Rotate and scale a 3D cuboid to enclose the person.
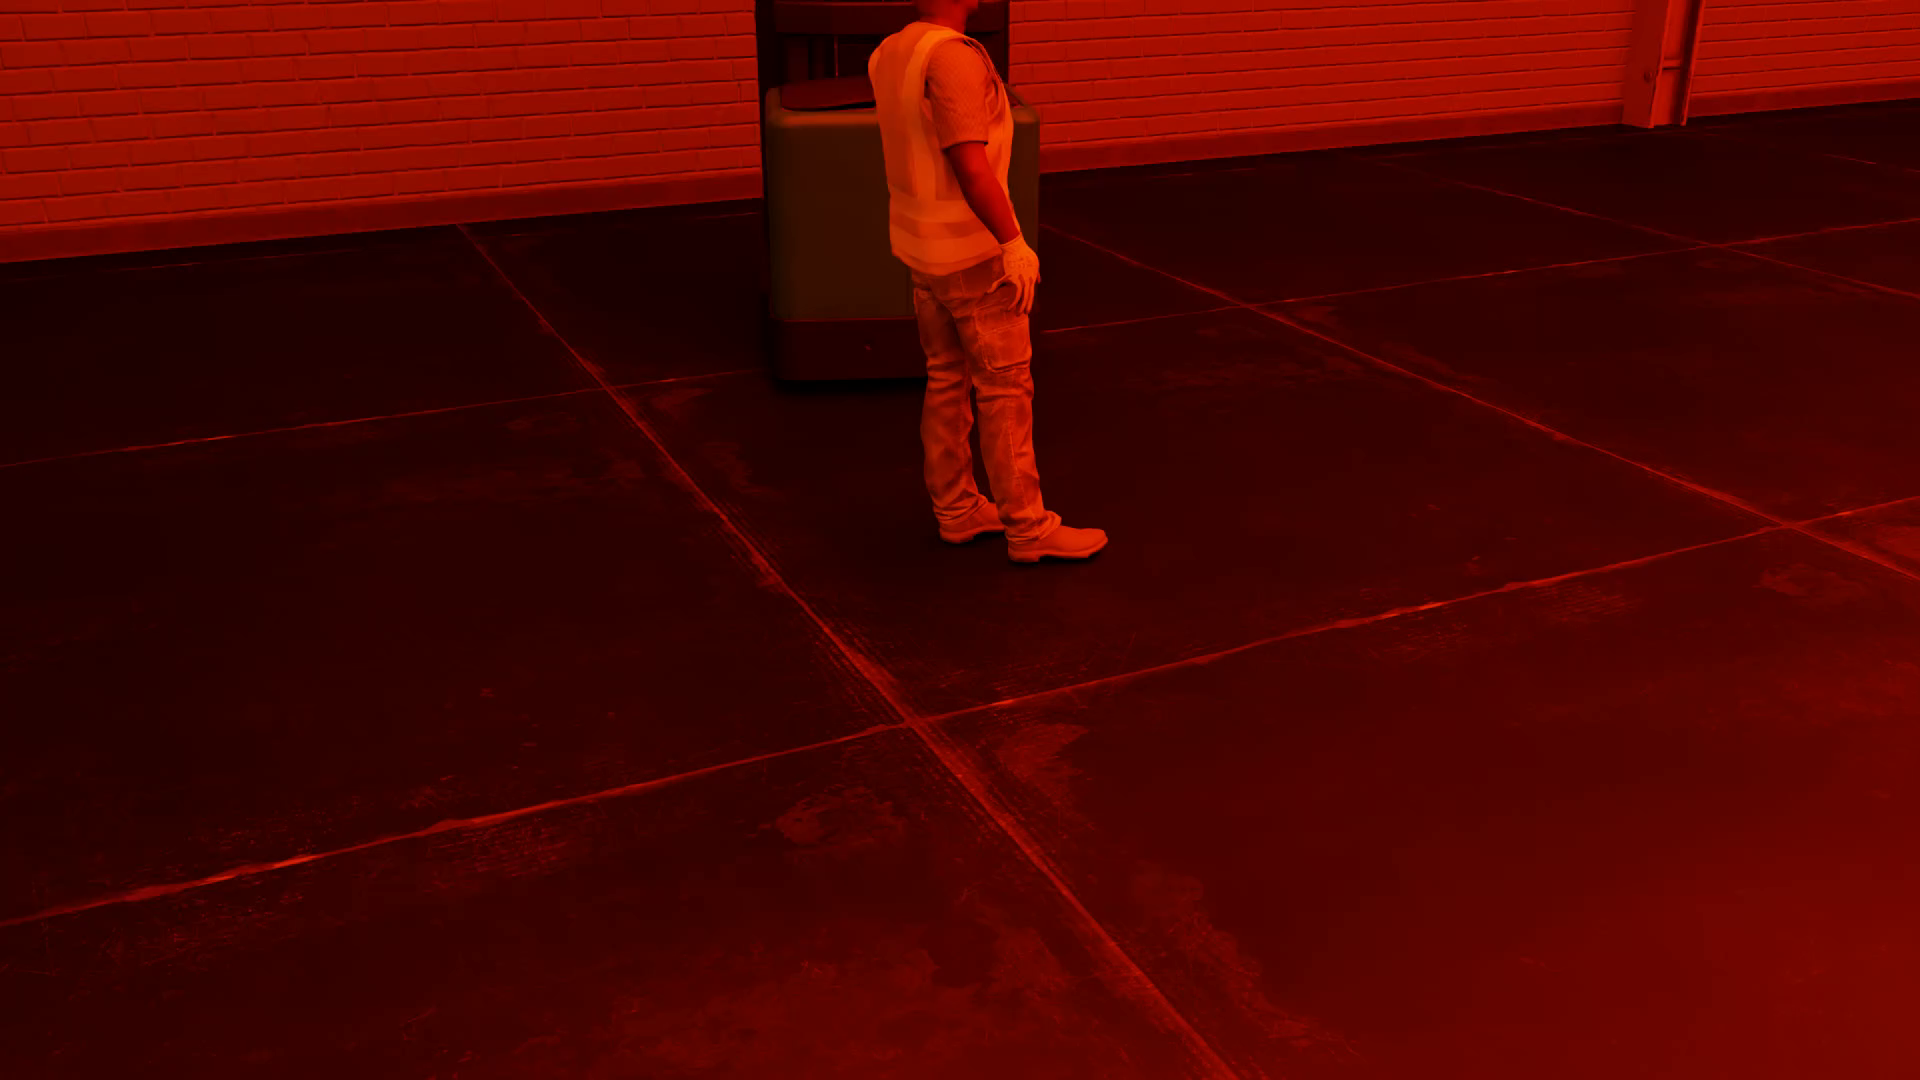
[{"bbox_3d":[0.069,-0.839,4.783,0.575,1.785,0.657,-10,25,-23],"label":"person"}]

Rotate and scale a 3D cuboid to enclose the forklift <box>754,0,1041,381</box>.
[{"bbox_3d":[-0.359,-2.492,7.284,1.130,2.935,3.031,-2,23,-6],"label":"forklift"}]
